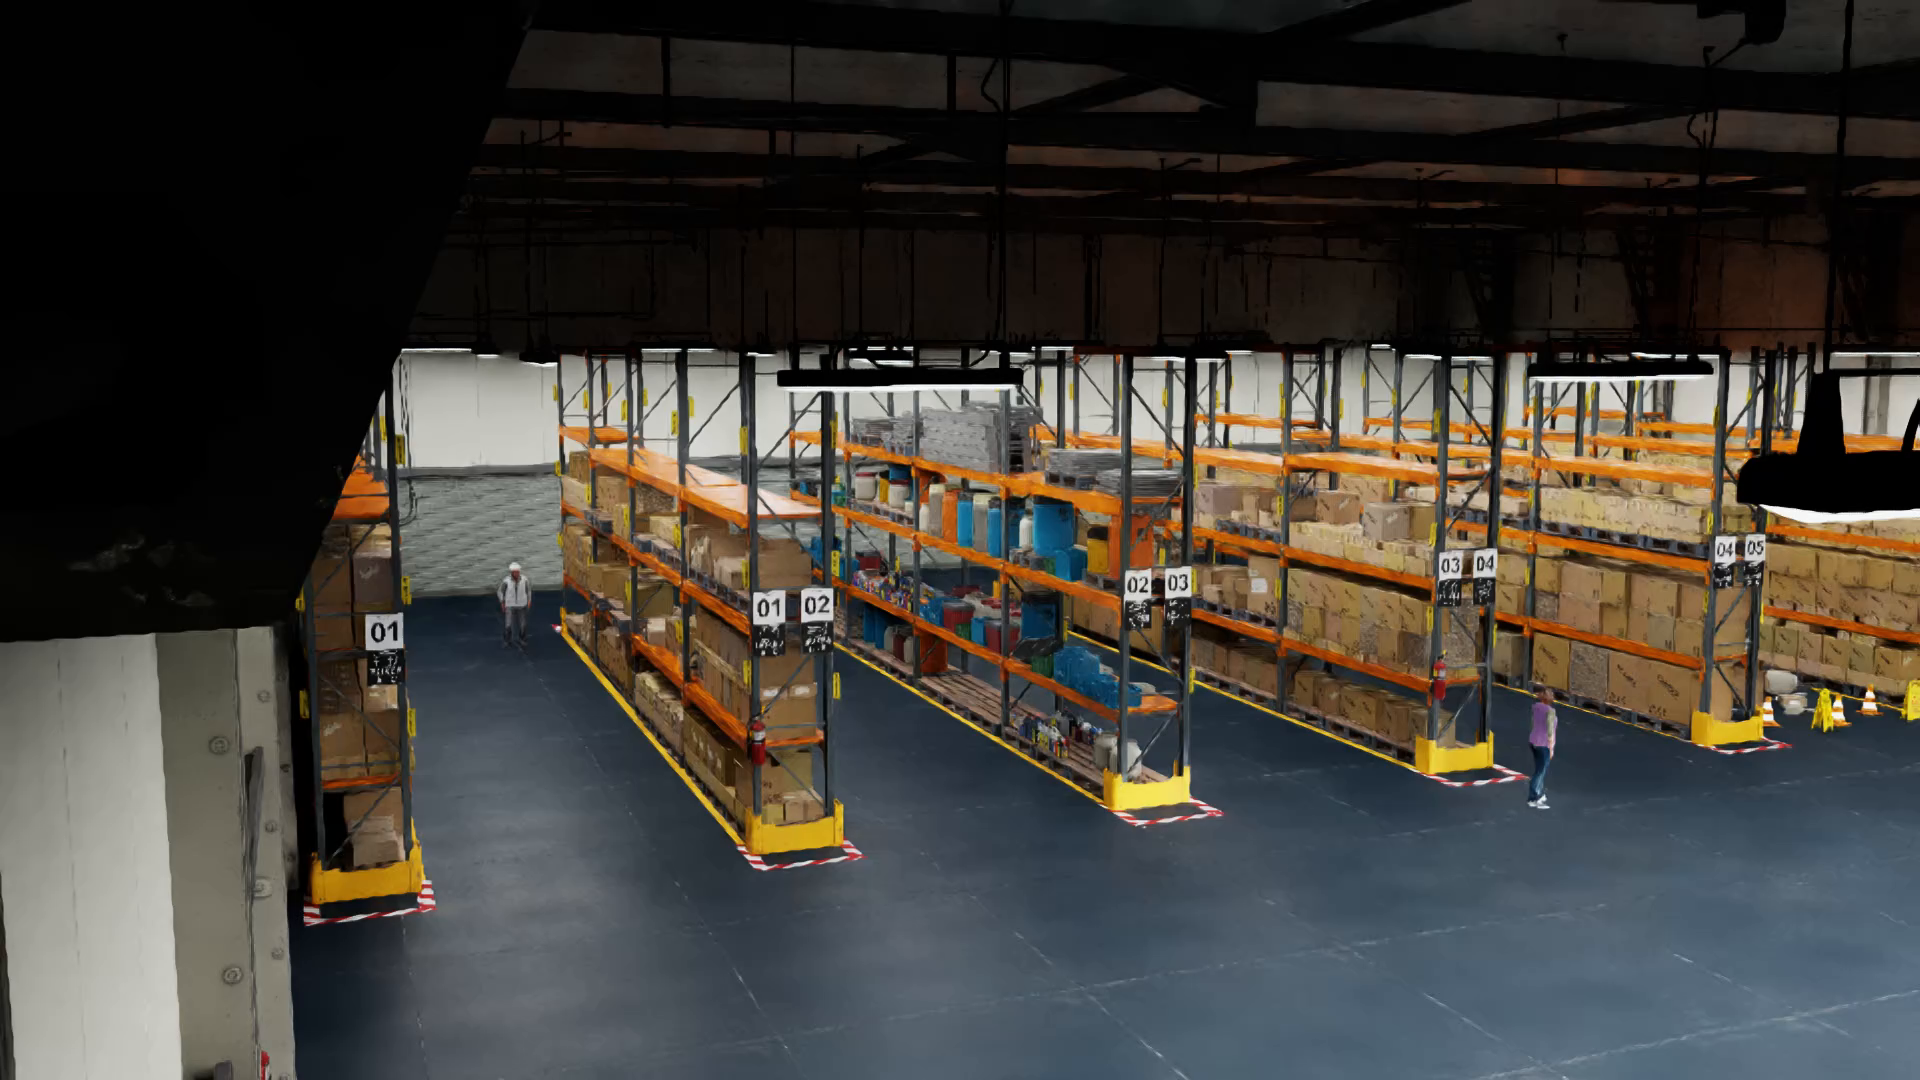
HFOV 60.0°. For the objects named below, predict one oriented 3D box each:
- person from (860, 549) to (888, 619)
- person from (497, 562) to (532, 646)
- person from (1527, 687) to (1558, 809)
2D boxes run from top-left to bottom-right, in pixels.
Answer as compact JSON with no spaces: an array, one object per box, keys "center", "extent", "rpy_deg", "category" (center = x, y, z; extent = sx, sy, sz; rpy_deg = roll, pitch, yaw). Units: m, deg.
[{"center":[-1.752,1.010,35.389],"extent":[0.679,1.662,0.833],"rpy_deg":[-6,9,-39],"category":"person"},{"center":[-8.854,1.282,33.117],"extent":[0.677,1.725,0.574],"rpy_deg":[-3,8,-22],"category":"person"},{"center":[7.740,2.741,22.084],"extent":[0.454,1.594,0.527],"rpy_deg":[-2,7,-14],"category":"person"}]
